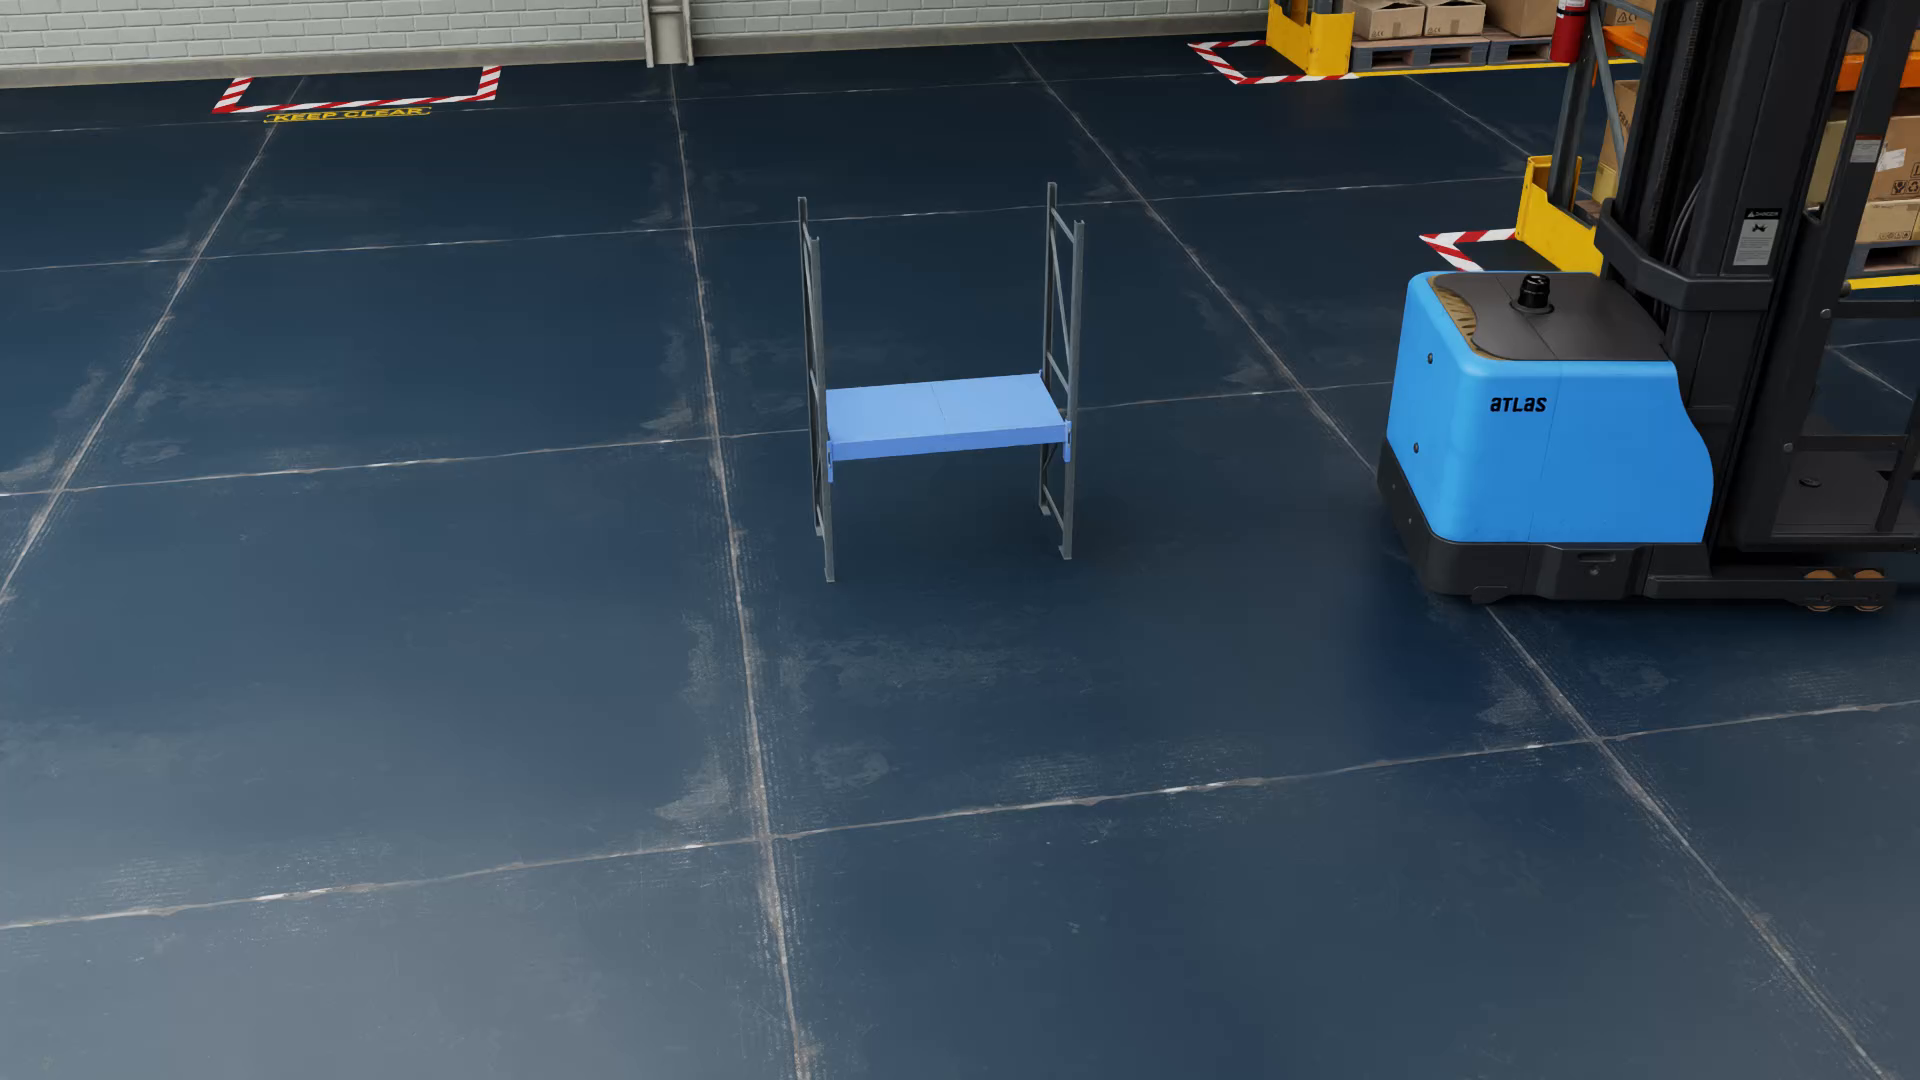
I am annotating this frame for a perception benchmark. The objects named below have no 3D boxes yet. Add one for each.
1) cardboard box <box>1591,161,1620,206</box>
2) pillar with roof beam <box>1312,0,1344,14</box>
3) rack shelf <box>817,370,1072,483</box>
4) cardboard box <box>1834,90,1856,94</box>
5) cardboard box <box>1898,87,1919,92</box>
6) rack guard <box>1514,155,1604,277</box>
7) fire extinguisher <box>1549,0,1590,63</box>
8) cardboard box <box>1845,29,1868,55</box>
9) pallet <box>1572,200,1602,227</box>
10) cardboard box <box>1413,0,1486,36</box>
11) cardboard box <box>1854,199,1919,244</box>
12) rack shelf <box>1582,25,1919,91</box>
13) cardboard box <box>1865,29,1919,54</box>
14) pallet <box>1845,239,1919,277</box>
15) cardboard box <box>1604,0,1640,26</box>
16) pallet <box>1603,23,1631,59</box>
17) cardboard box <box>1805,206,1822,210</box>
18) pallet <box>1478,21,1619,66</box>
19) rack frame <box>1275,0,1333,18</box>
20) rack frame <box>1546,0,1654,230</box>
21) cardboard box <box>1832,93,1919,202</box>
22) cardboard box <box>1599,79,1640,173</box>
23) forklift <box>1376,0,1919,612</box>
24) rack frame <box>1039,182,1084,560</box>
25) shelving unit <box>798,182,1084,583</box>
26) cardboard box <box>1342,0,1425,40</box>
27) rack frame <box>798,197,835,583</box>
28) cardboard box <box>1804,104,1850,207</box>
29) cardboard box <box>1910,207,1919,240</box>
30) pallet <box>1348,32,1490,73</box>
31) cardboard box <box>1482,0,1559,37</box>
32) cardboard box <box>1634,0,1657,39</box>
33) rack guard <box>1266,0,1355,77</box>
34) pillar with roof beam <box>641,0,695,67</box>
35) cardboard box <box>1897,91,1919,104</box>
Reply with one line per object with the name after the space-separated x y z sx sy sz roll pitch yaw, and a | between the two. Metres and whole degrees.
4.266 -2.152 10.249 0.500 0.250 0.500 -5 31 -9 | cardboard box
4.204 -6.364 9.195 0.400 9.000 9.100 -5 31 -9 | pillar with roof beam
-0.084 -0.484 6.948 1.000 0.185 0.538 -5 31 -9 | rack shelf
5.246 -2.575 10.228 0.500 0.500 0.500 -5 31 -9 | cardboard box
5.739 -2.620 10.305 0.500 0.500 0.500 -5 31 -9 | cardboard box
3.768 -1.880 9.954 0.348 0.500 1.175 -5 31 -9 | rack guard
3.592 -3.147 9.719 0.183 0.674 0.296 -5 31 -9 | fire extinguisher
4.769 -3.089 9.446 0.500 0.500 0.700 -5 31 -8 | cardboard box
4.536 -1.849 10.185 1.213 0.211 1.003 -5 31 -9 | pallet
4.153 -4.530 14.214 0.500 0.311 0.500 -3 31 -5 | cardboard box
5.342 -1.987 9.967 0.500 0.250 0.500 -5 31 -9 | cardboard box
5.759 -2.832 9.817 4.000 0.370 1.077 -5 31 -9 | rack shelf
5.258 -3.132 9.518 0.500 0.500 0.700 -5 31 -9 | cardboard box
5.734 -1.958 10.372 1.213 0.211 1.003 -5 31 -9 | pallet
5.817 -4.792 14.472 0.500 0.500 0.500 -8 31 -13 | cardboard box
6.176 -4.513 14.718 1.213 0.211 1.003 -5 31 -9 | pallet
4.850 -1.941 9.890 0.500 0.250 0.500 -5 31 -9 | cardboard box
4.973 -4.400 14.525 1.213 0.211 1.003 -5 31 -9 | pallet
2.896 -5.429 13.524 0.127 3.000 1.000 -5 31 -9 | rack frame
3.792 -2.960 9.324 0.127 3.000 1.000 -5 31 -9 | rack frame
5.340 -2.316 9.787 0.500 0.500 0.500 -5 31 -9 | cardboard box
4.265 -2.476 10.060 0.500 0.500 0.500 -5 31 -9 | cardboard box
3.405 -1.243 6.473 3.031 2.935 1.130 0 30 0 | forklift
0.416 -0.685 6.936 0.032 1.500 0.500 -5 31 -9 | rack frame
-0.084 -0.639 6.857 1.048 1.500 0.538 -5 31 -9 | shelving unit
3.592 -4.478 14.125 0.500 0.311 0.500 -9 32 -15 | cardboard box
-0.584 -0.592 6.778 0.032 1.500 0.500 -5 31 -9 | rack frame
4.851 -2.263 9.699 0.500 0.500 0.500 -5 31 -9 | cardboard box
5.835 -2.030 10.041 0.500 0.250 0.500 -5 31 -9 | cardboard box
3.776 -4.291 14.339 1.213 0.211 1.003 -5 31 -9 | pallet
4.884 -4.654 14.237 0.500 0.500 0.700 -7 31 -12 | cardboard box
4.253 -3.039 9.361 0.500 0.500 0.700 -5 31 -9 | cardboard box
2.970 -4.359 14.169 0.348 0.500 1.175 -5 31 -9 | rack guard
-1.698 -5.816 8.264 0.400 9.000 9.100 -5 31 -9 | pillar with roof beam
5.835 -2.352 9.850 0.500 0.500 0.500 -5 31 -9 | cardboard box
